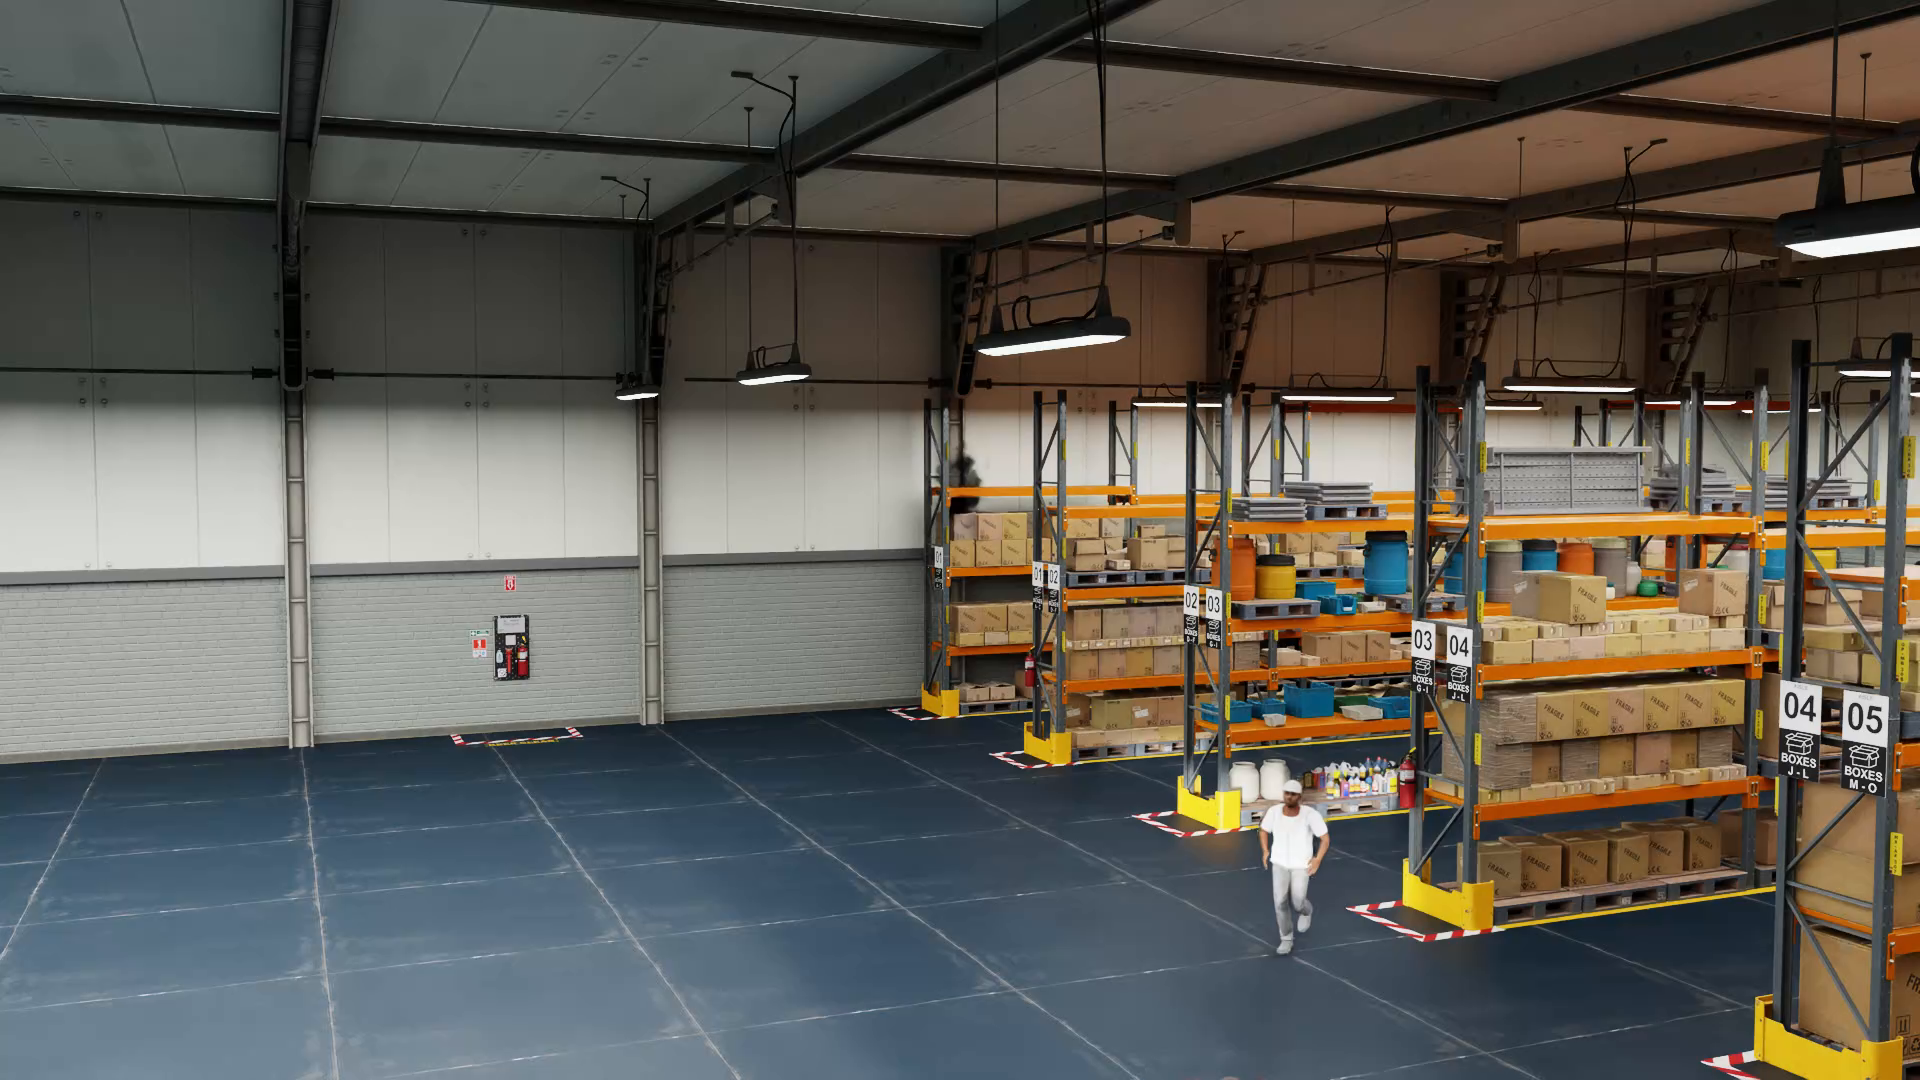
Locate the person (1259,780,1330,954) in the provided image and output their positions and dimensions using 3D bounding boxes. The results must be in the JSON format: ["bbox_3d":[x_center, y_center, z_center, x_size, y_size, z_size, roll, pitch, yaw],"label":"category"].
[{"bbox_3d":[3.414,3.302,17.032,0.729,1.739,0.722,1,4,24],"label":"person"}]
